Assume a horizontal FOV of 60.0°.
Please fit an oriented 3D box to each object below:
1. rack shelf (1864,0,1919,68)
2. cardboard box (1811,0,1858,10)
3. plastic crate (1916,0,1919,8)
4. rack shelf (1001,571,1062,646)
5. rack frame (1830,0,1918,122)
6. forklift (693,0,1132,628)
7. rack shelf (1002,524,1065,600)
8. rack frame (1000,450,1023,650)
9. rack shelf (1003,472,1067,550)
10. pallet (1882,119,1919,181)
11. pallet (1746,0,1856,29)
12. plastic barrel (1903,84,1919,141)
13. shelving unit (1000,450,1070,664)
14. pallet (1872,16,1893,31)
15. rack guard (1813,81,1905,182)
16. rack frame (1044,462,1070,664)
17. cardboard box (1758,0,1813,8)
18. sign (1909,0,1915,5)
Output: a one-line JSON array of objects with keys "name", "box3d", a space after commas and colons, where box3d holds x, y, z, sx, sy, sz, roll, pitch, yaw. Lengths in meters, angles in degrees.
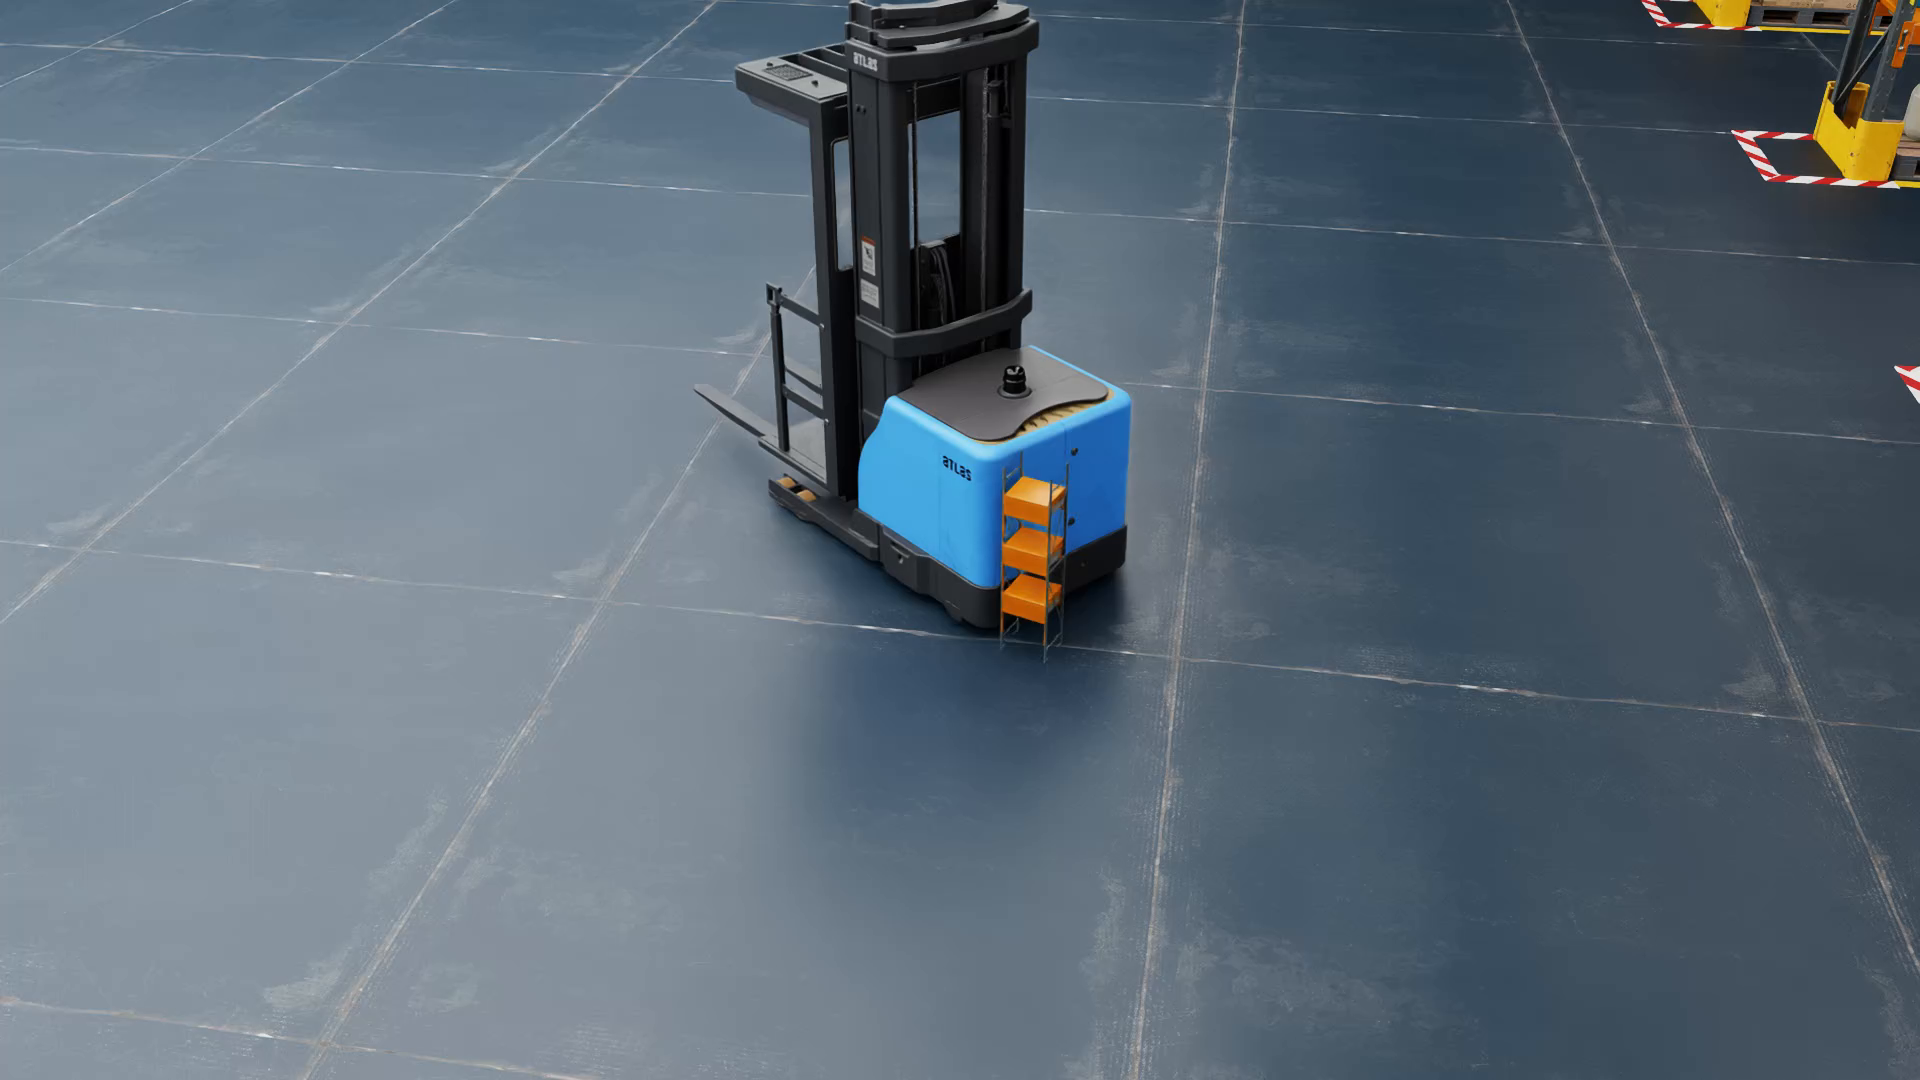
[{"name": "rack shelf", "box3d": [9.701, -4.127, 13.694, 4.000, 0.370, 1.077, 5, 32, 8]}, {"name": "cardboard box", "box3d": [9.551, -6.006, 18.214, 0.500, 0.250, 0.500, 5, 32, 8]}, {"name": "plastic crate", "box3d": [8.273, -4.659, 14.006, 0.616, 0.251, 0.499, 5, 32, 8]}, {"name": "rack shelf", "box3d": [0.360, 0.337, 8.265, 0.240, 0.259, 0.215, 16, 35, 24]}, {"name": "rack frame", "box3d": [7.729, -4.610, 13.788, 0.127, 3.000, 1.000, 5, 32, 8]}, {"name": "forklift", "box3d": [-0.441, -1.509, 8.898, 1.130, 2.935, 3.031, -24, 39, -33]}, {"name": "rack shelf", "box3d": [0.360, 0.102, 8.118, 0.240, 0.259, 0.215, 16, 35, 24]}, {"name": "rack frame", "box3d": [0.252, 0.062, 8.161, 0.008, 1.050, 0.200, 16, 35, 24]}, {"name": "rack shelf", "box3d": [0.360, -0.139, 7.967, 0.240, 0.259, 0.215, 16, 35, 24]}, {"name": "pallet", "box3d": [8.612, -3.371, 14.436, 1.213, 0.211, 1.003, 5, 32, 8]}, {"name": "pallet", "box3d": [9.327, -5.972, 18.592, 1.213, 0.211, 1.003, 5, 32, 8]}, {"name": "plastic barrel", "box3d": [8.391, -3.715, 14.307, 0.421, 0.512, 0.421, 0, 32, 0]}, {"name": "shelving unit", "box3d": [0.360, 0.093, 8.112, 0.252, 1.050, 0.215, 16, 35, 24]}, {"name": "pallet", "box3d": [10.526, -5.862, 18.416, 1.213, 0.211, 1.003, 5, 32, 8]}, {"name": "rack guard", "box3d": [7.812, -3.568, 14.480, 0.348, 0.500, 1.175, 5, 32, 8]}, {"name": "rack frame", "box3d": [0.467, 0.124, 8.063, 0.008, 1.050, 0.200, 16, 35, 24]}, {"name": "cardboard box", "box3d": [9.057, -6.049, 18.282, 0.500, 0.250, 0.500, 5, 32, 8]}, {"name": "sign", "box3d": [7.632, -4.440, 13.256, 0.005, 0.325, 0.100, 5, 32, 8]}]
